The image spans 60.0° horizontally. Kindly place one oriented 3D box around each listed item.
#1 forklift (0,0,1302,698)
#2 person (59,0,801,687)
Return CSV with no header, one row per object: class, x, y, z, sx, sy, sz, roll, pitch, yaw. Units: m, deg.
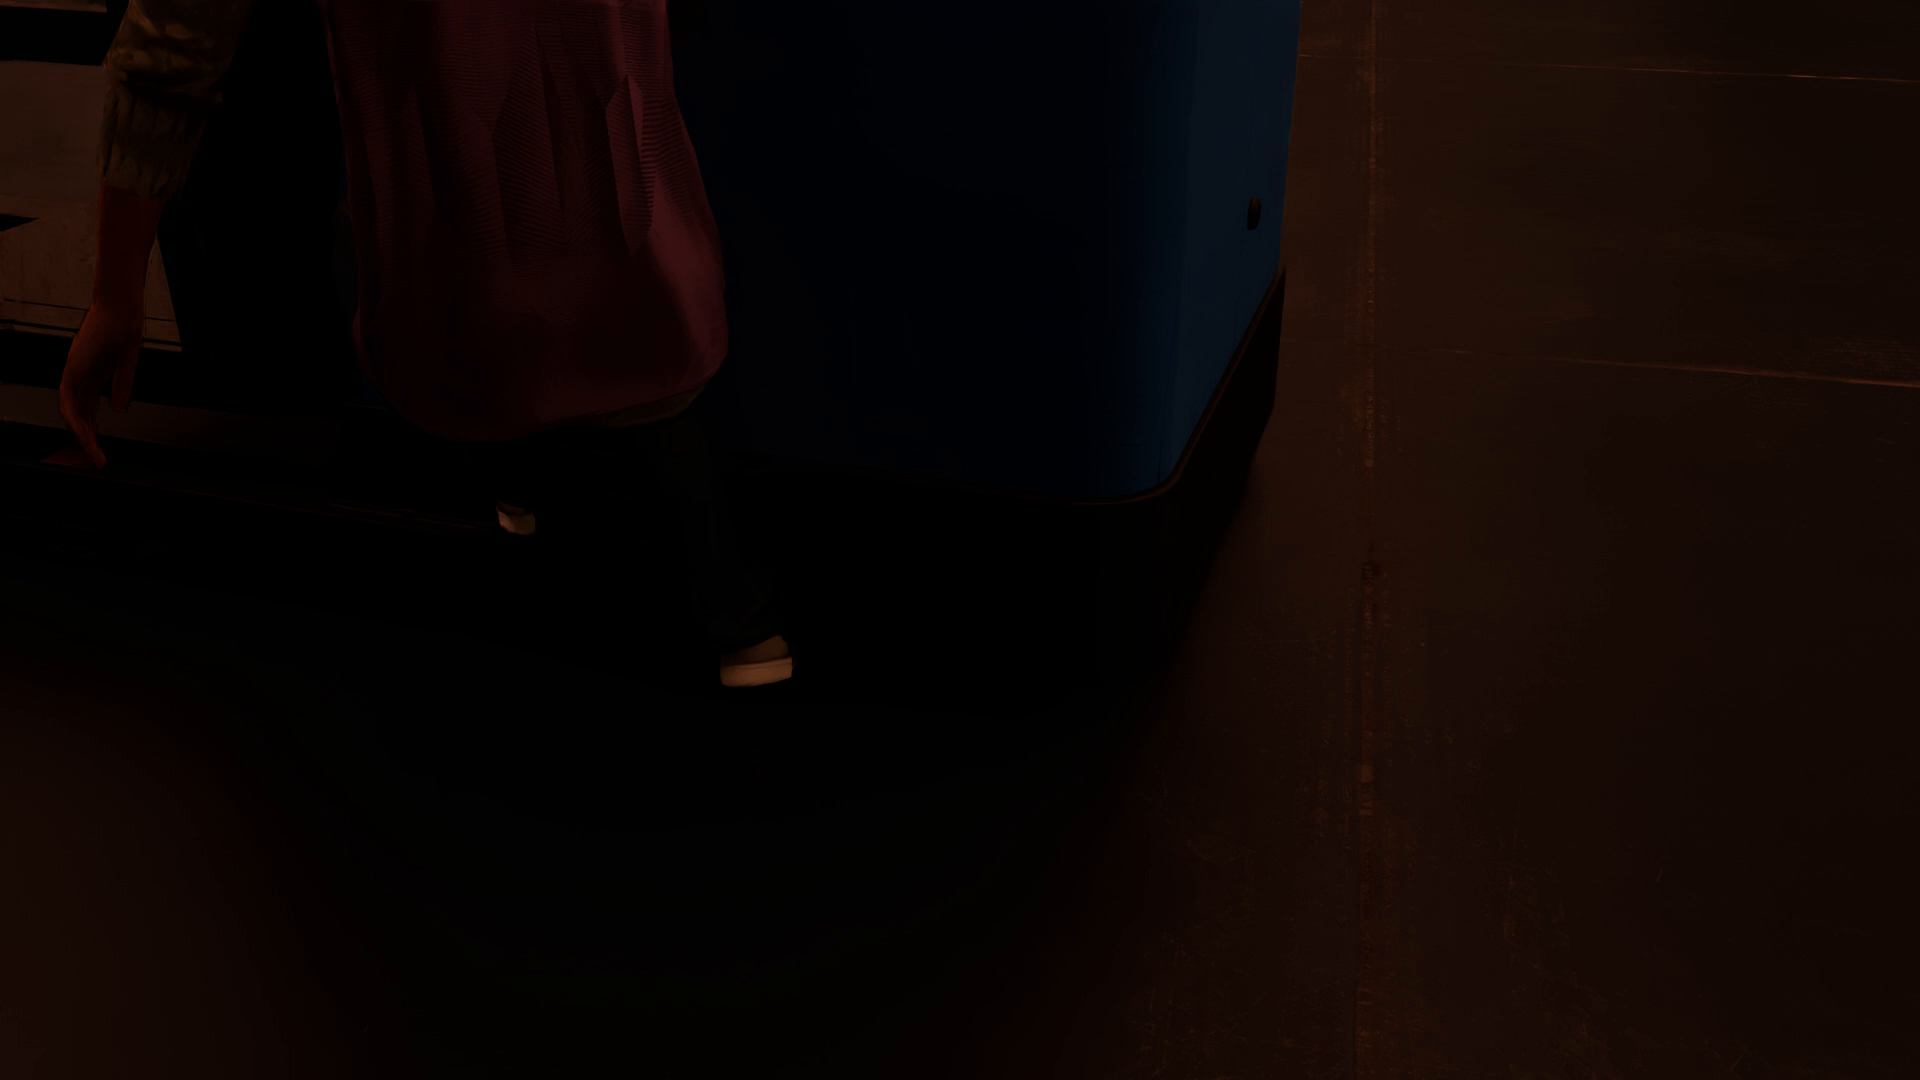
forklift,-1.049,-1.496,2.212,3.031,2.935,1.130,8,28,16
person,-0.536,-0.330,1.759,0.778,1.359,0.823,-13,30,-24
